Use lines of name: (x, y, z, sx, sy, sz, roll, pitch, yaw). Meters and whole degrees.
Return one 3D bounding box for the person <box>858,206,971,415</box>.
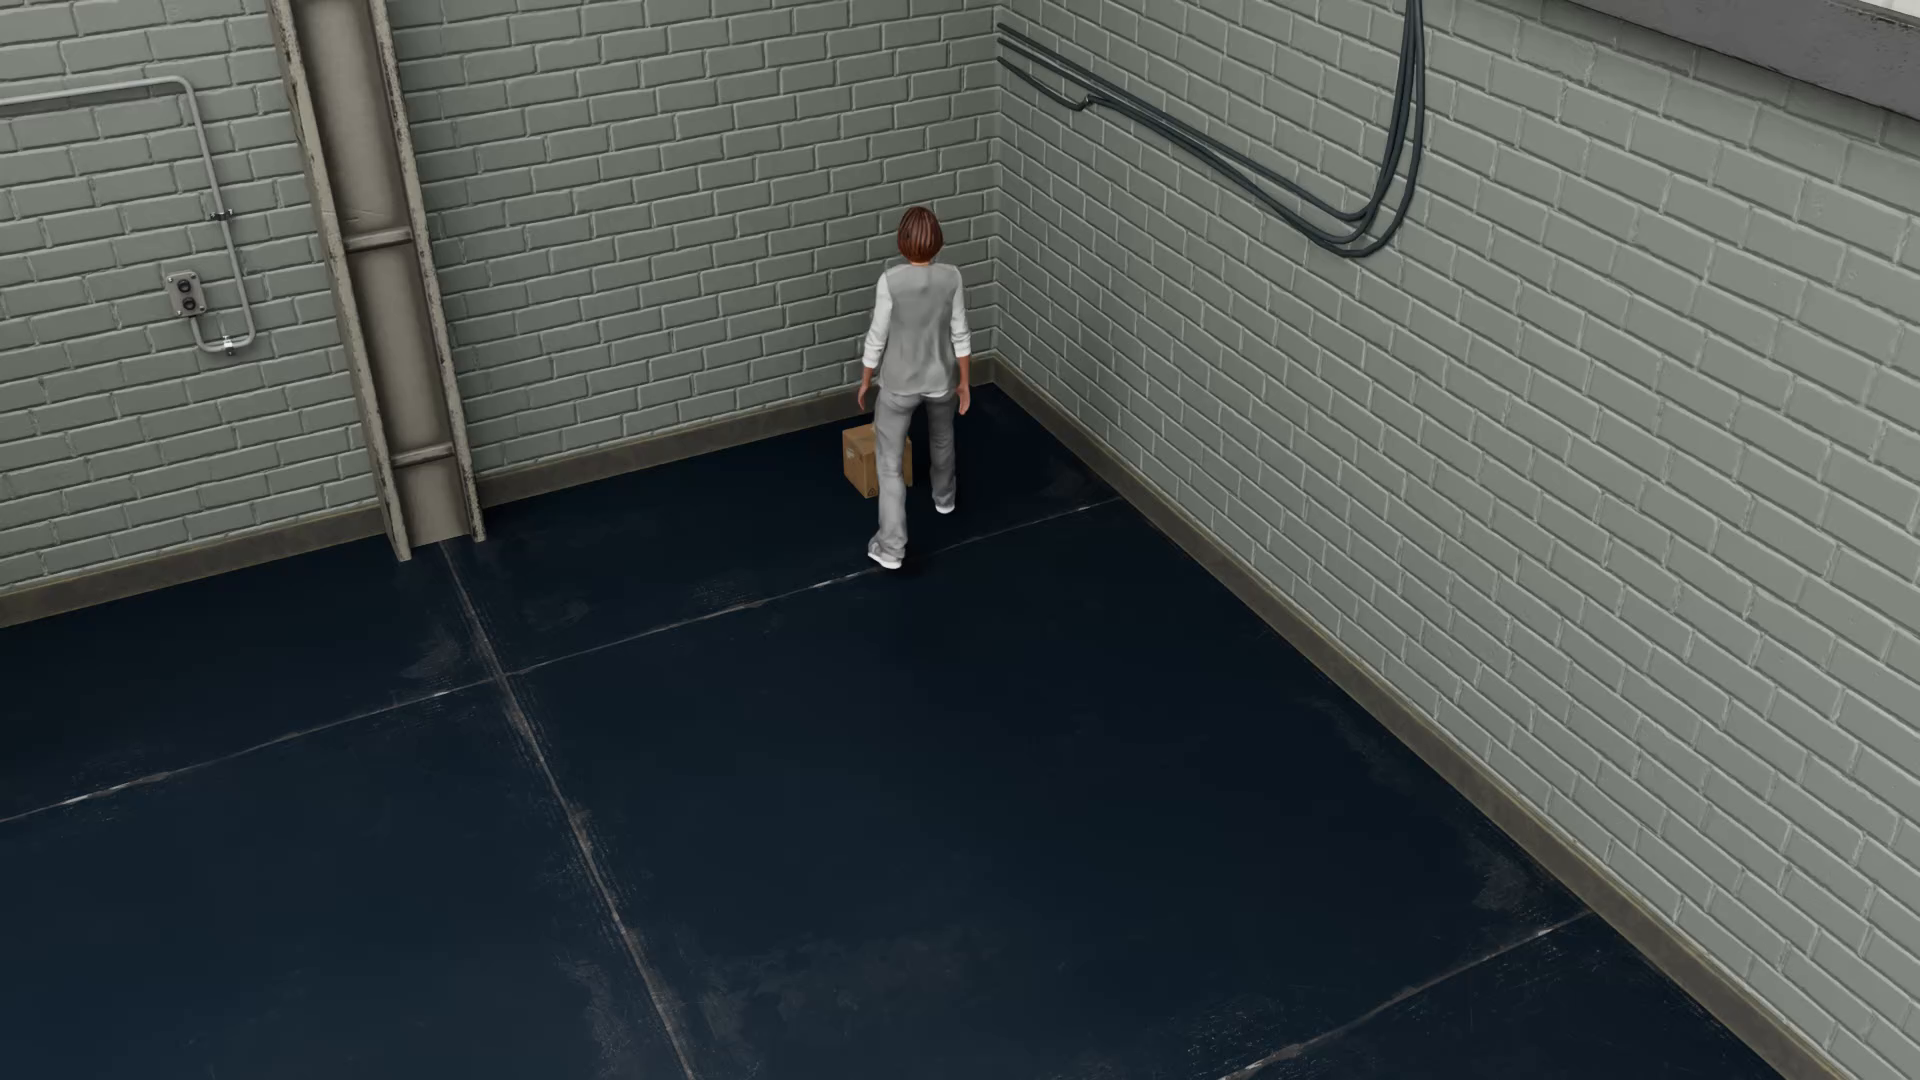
person: (-0.202, -0.950, 7.017, 0.484, 0.938, 0.281, -9, 35, -14)
